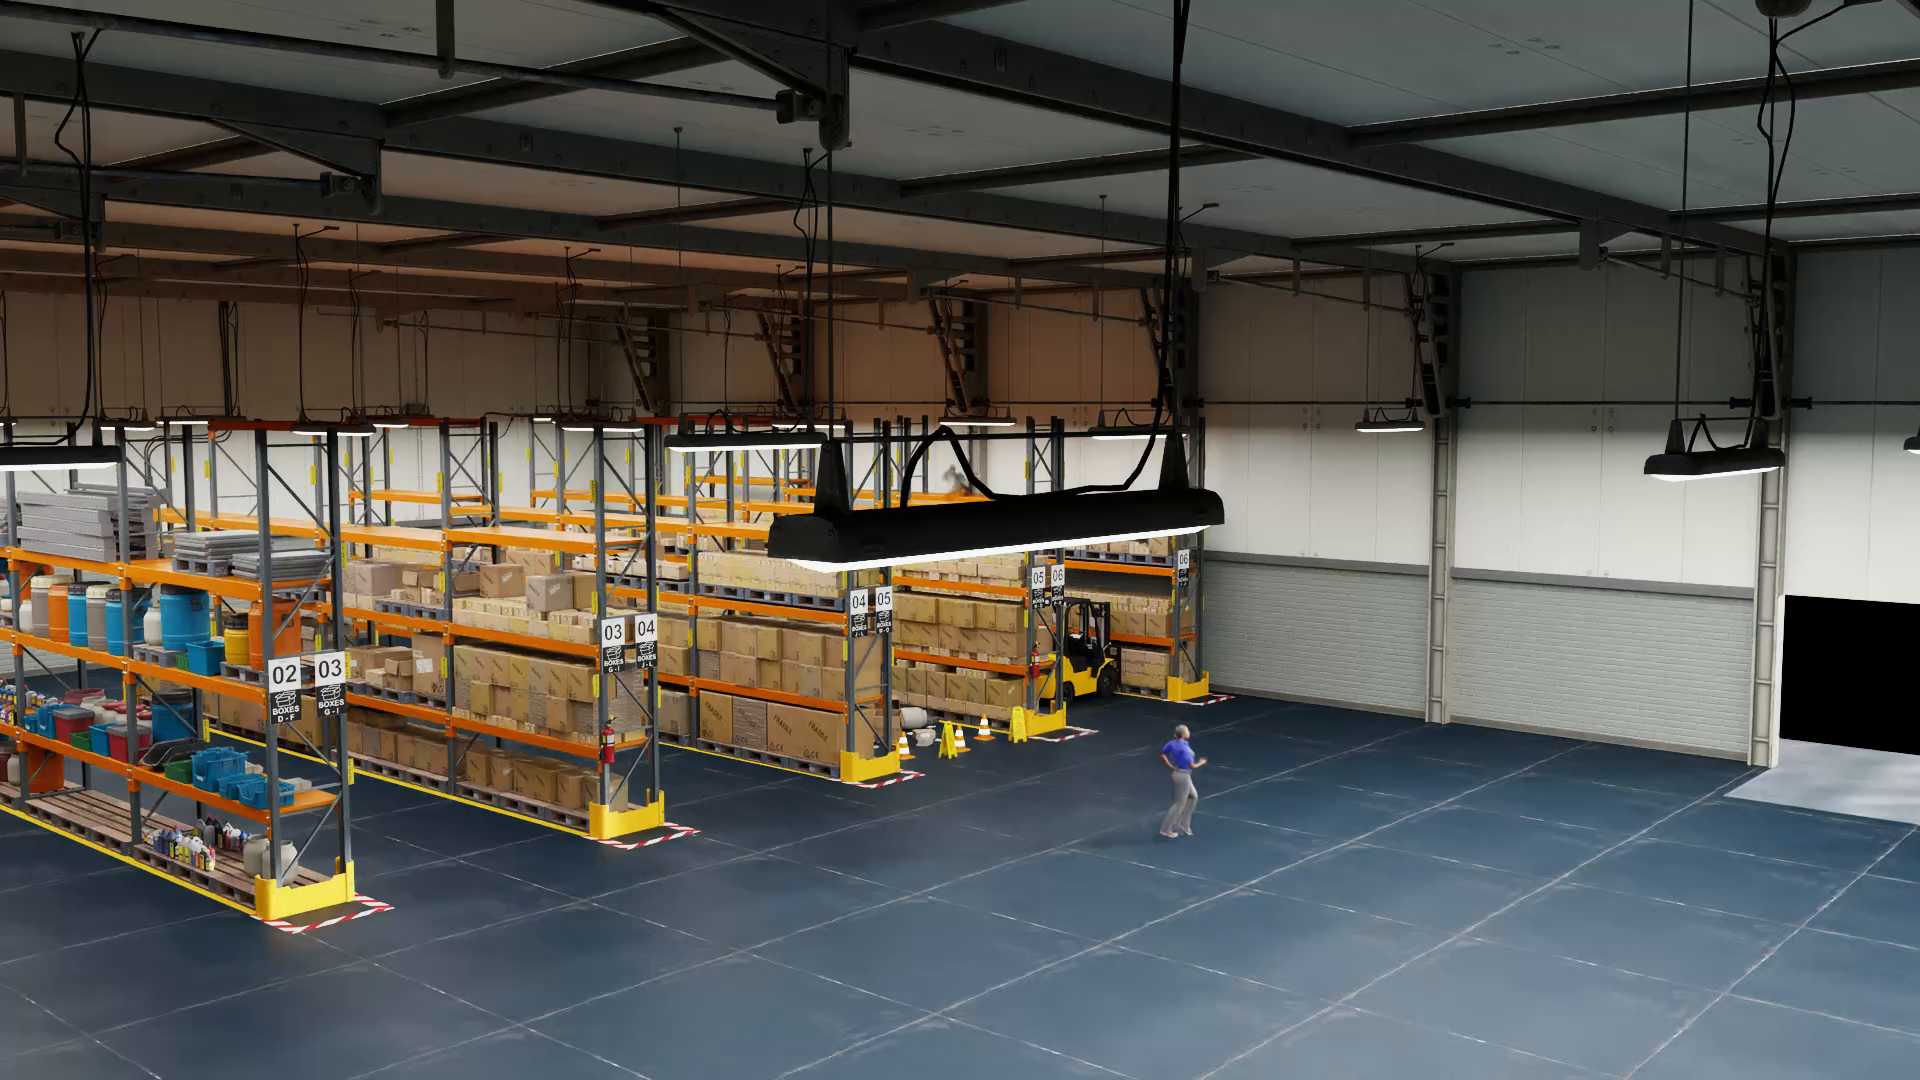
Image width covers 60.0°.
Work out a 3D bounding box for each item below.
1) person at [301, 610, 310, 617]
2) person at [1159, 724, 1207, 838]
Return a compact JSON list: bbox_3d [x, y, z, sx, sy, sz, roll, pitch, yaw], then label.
[{"bbox_3d":[-14.783,2.414,37.287,0.778,1.712,0.866,-2,5,-25],"label":"person"},{"bbox_3d":[3.224,3.518,24.087,0.739,1.696,0.547,-1,5,-11],"label":"person"}]
